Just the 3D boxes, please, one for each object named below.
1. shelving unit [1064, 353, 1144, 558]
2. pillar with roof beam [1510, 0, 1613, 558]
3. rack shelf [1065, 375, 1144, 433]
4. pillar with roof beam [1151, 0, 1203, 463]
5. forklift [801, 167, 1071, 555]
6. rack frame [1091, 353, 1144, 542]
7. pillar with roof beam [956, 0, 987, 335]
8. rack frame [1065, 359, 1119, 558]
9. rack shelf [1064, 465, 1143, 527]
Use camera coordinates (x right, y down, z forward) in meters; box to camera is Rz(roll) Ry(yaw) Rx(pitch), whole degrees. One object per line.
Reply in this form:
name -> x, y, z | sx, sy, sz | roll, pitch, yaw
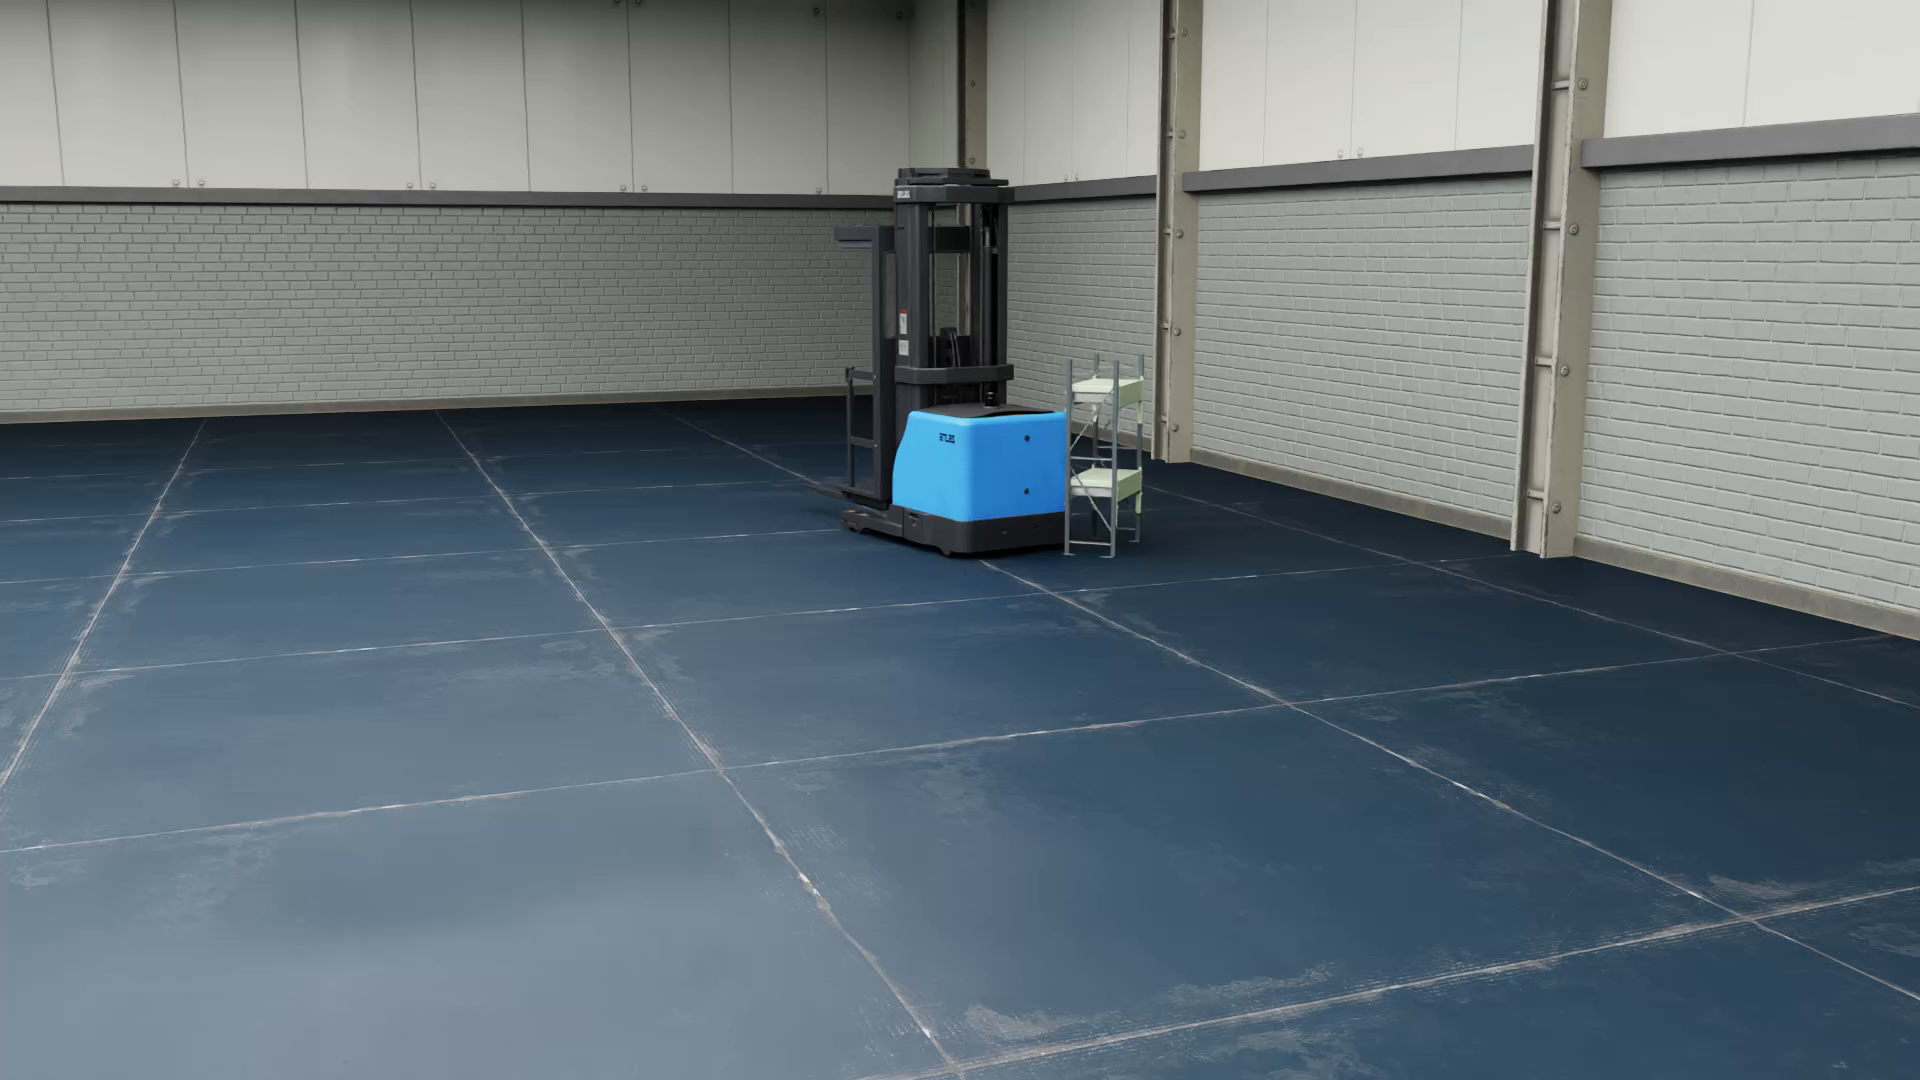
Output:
shelving unit -> 1.124, -0.673, 12.920 | 0.431, 1.500, 0.755 | 4, 11, 20
pillar with roof beam -> 0.500, -4.060, 10.551 | 9.100, 9.000, 0.400 | -4, 11, -21
rack shelf -> 1.124, -1.057, 12.852 | 0.431, 0.370, 0.720 | 4, 11, 20
pillar with roof beam -> -1.674, -5.040, 16.056 | 9.100, 9.000, 0.400 | -4, 11, -21
forklift -> -0.347, -1.540, 13.706 | 1.130, 2.935, 3.031 | -6, 12, -32
rack frame -> 1.254, -0.733, 13.257 | 0.400, 1.500, 0.023 | 4, 11, 20
pillar with roof beam -> -3.848, -6.019, 21.562 | 9.100, 9.000, 0.400 | -4, 11, -21
rack frame -> 0.994, -0.613, 12.583 | 0.400, 1.500, 0.023 | 4, 11, 20
rack shelf -> 1.124, -0.352, 12.977 | 0.431, 0.370, 0.720 | 4, 11, 20
